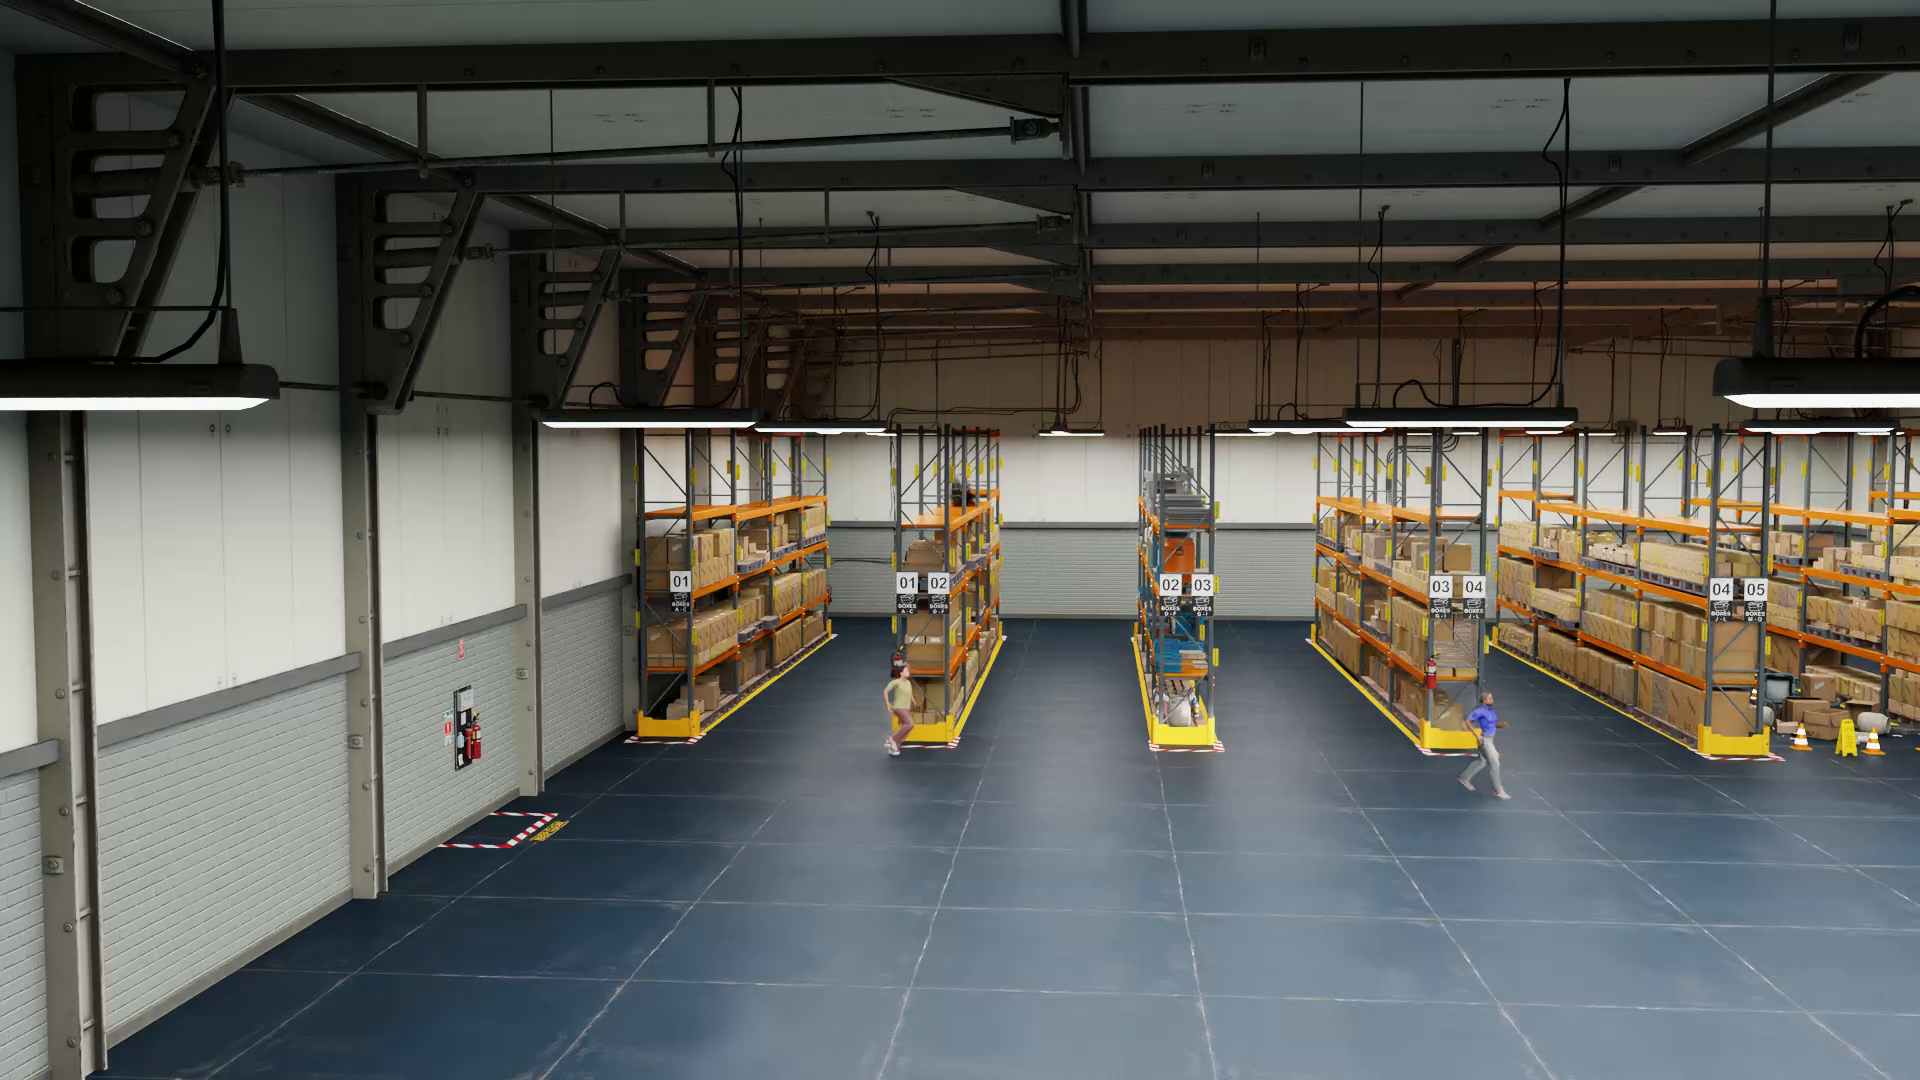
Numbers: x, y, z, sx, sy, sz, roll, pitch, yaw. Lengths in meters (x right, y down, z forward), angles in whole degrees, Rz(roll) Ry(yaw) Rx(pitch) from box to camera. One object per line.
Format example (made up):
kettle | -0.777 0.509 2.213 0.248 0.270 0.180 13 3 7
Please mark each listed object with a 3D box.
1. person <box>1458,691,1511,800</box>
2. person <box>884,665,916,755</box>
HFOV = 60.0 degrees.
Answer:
person | 8.394 3.266 26.590 0.885 1.669 0.562 2 4 34
person | -1.002 3.077 30.154 0.558 1.613 0.593 3 4 36
